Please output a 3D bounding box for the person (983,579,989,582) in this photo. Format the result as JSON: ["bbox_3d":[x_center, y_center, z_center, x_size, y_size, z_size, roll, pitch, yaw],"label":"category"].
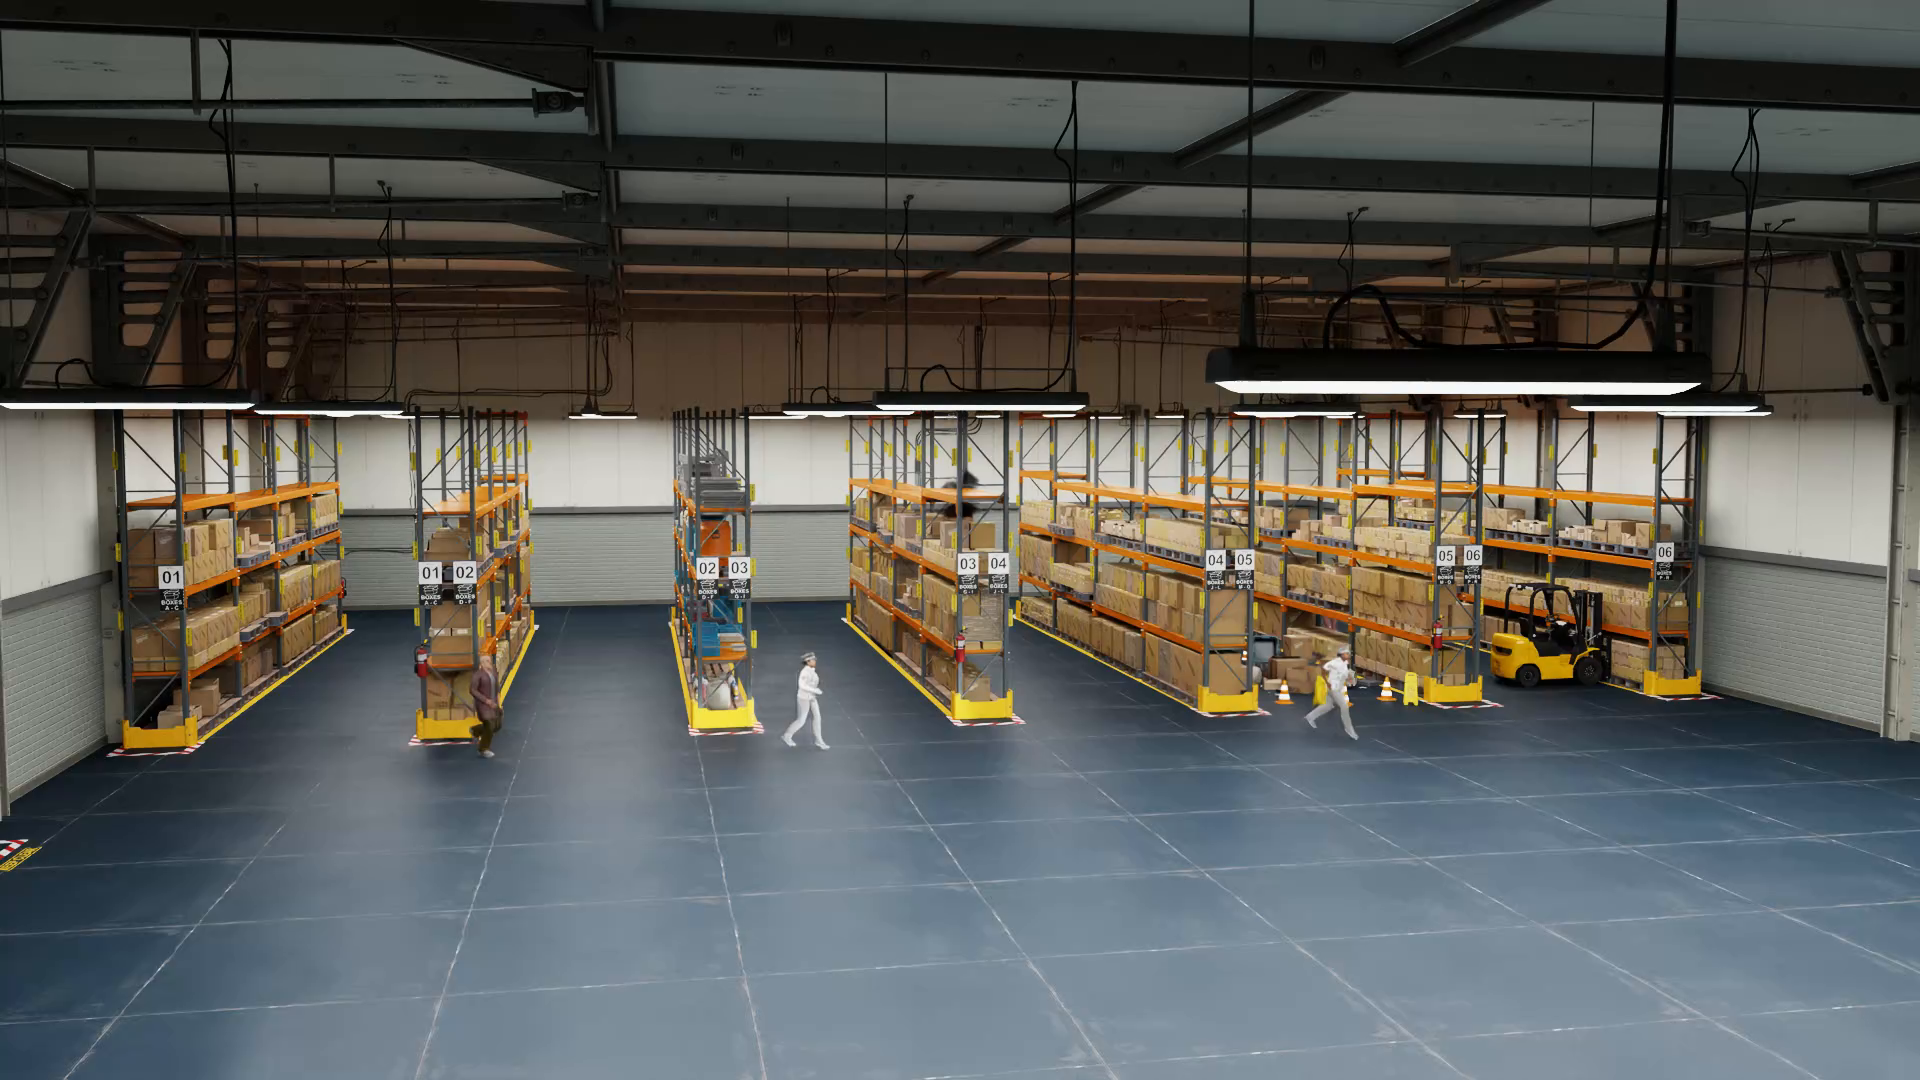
[{"bbox_3d":[0.689,1.477,46.945,0.668,1.774,0.989,0,4,-6],"label":"person"}]

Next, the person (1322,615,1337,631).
[{"bbox_3d":[9.919,1.737,44.412,0.583,1.633,0.583,-1,4,-16],"label":"person"}]

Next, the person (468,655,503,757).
[{"bbox_3d":[-8.149,2.834,28.519,0.707,1.747,0.741,2,4,22],"label":"person"}]

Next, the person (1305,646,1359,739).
[{"bbox_3d":[6.794,2.745,30.346,1.055,1.690,0.581,3,5,34],"label":"person"}]

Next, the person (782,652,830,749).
[{"bbox_3d":[-2.707,2.806,29.094,0.836,1.720,0.633,1,4,16],"label":"person"}]
